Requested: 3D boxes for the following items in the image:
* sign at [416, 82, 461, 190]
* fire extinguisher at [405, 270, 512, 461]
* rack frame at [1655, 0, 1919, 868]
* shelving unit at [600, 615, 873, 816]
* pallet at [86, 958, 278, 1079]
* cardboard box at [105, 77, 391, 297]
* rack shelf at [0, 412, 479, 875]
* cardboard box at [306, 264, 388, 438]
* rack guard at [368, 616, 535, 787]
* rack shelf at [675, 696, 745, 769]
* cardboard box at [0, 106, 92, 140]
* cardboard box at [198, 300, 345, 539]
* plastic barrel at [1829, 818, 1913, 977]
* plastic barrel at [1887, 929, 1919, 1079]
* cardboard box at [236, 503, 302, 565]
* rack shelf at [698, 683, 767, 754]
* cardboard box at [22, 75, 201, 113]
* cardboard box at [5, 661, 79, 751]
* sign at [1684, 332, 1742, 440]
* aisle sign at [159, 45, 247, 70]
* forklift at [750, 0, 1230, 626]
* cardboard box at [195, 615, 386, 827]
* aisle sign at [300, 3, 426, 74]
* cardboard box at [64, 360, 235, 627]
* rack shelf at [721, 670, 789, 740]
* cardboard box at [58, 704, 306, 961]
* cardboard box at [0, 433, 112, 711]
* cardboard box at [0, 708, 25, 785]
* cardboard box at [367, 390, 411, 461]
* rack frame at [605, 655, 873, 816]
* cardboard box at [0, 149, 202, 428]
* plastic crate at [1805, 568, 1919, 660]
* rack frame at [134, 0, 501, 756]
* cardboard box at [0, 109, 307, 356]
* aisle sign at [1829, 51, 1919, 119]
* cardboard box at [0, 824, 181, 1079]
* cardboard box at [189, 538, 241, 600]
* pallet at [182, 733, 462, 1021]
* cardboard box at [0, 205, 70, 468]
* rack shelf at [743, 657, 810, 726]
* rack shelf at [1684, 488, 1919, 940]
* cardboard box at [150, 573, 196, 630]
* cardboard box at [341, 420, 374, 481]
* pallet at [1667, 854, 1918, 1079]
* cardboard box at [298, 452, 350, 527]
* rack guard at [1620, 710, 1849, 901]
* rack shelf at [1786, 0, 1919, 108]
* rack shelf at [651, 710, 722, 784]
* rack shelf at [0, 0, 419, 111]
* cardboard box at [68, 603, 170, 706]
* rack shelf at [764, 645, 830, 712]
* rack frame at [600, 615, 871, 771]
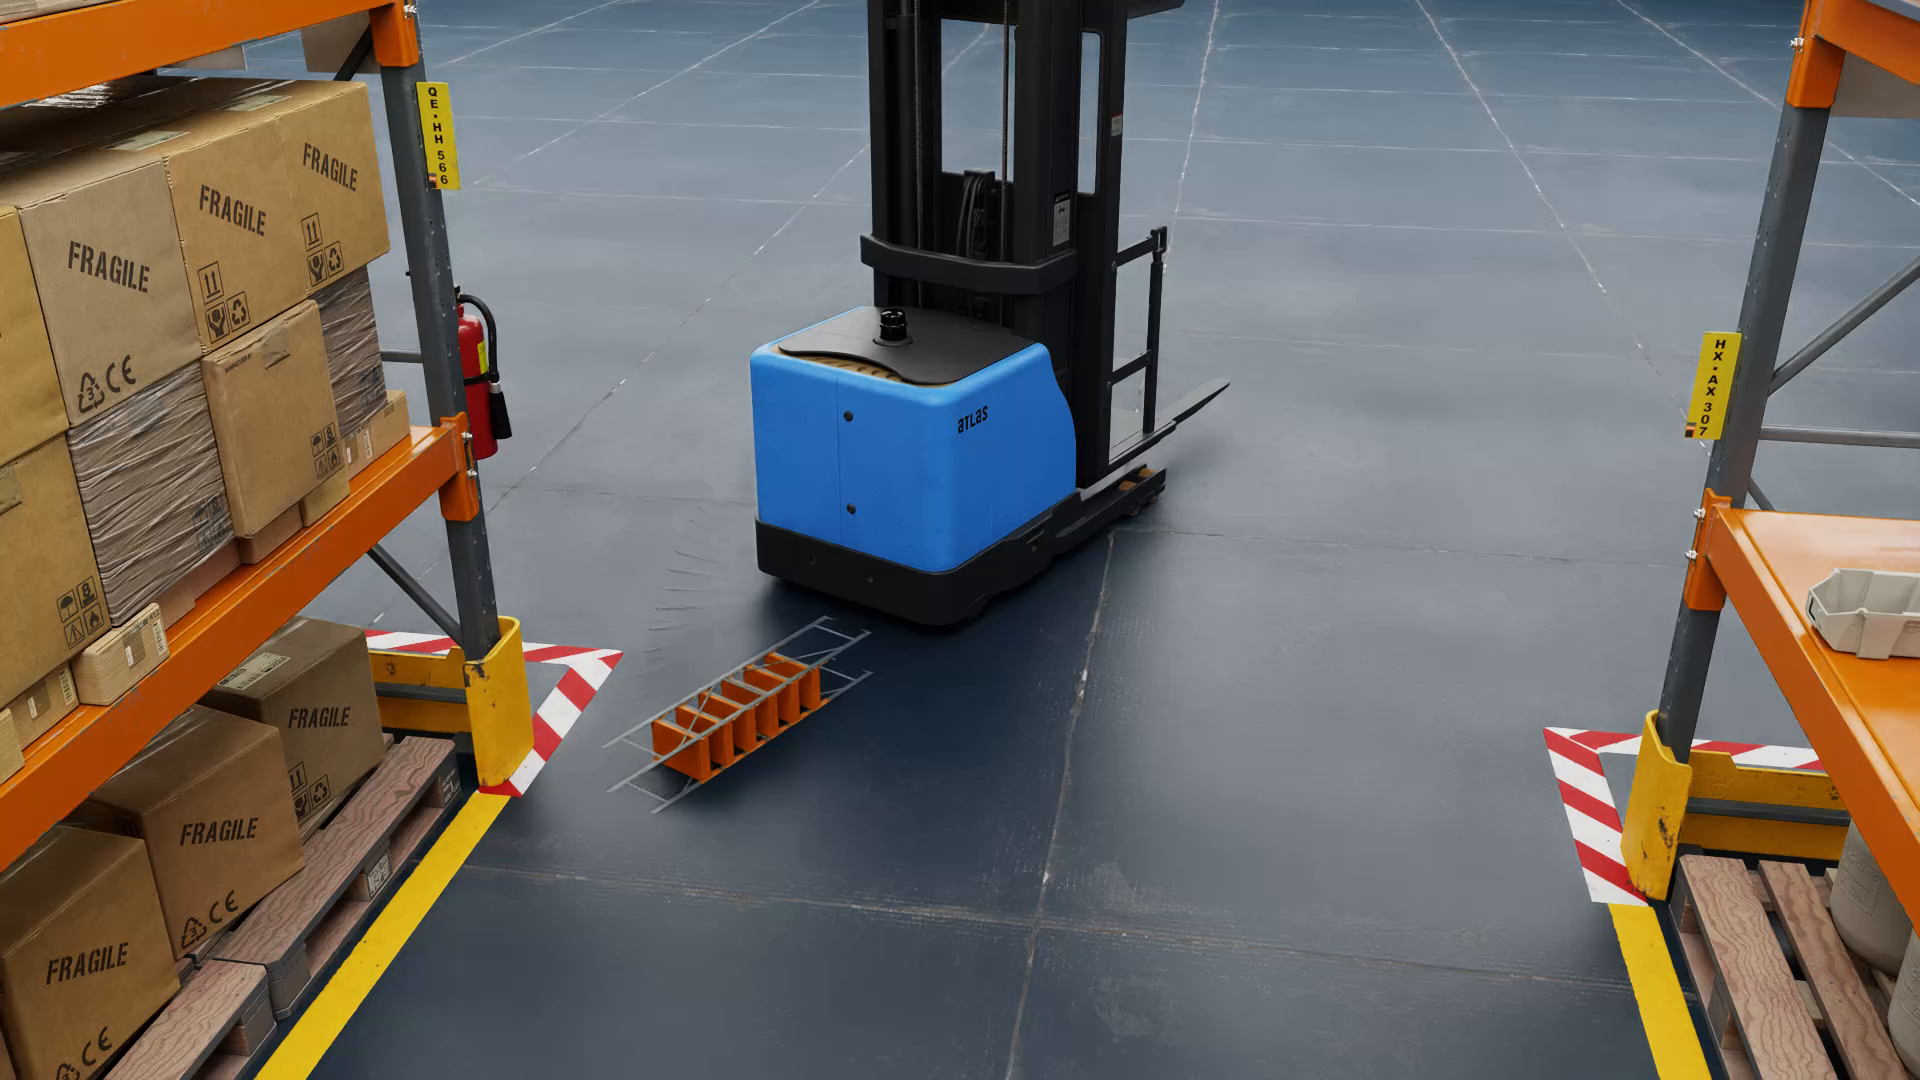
[{"bbox_3d":[-1.609,-1.246,5.135,0.100,0.325,0.005,4,25,9],"label":"sign"},{"bbox_3d":[-1.680,-0.606,5.598,0.296,0.674,0.183,4,25,9],"label":"fire extinguisher"},{"bbox_3d":[2.733,-0.282,4.815,1.000,3.000,0.127,4,25,9],"label":"rack frame"},{"bbox_3d":[-0.797,0.625,6.183,0.258,0.189,1.200,17,30,32],"label":"shelving unit"},{"bbox_3d":[-2.535,1.515,4.264,1.003,0.211,1.213,4,25,9],"label":"pallet"},{"bbox_3d":[-1.999,-1.011,4.724,0.500,0.500,0.500,4,25,9],"label":"cardboard box"},{"bbox_3d":[-2.480,0.537,3.913,1.077,0.370,4.000,4,25,9],"label":"rack shelf"},{"bbox_3d":[-2.270,-0.577,4.976,0.875,0.500,0.500,4,25,9],"label":"cardboard box"},{"bbox_3d":[-2.166,0.538,6.010,1.175,0.500,0.348,4,25,9],"label":"rack guard"},{"bbox_3d":[-0.912,0.693,6.041,0.258,0.180,0.103,17,30,32],"label":"rack shelf"},{"bbox_3d":[-2.601,-0.838,4.355,0.500,0.500,0.500,4,25,9],"label":"cardboard box"},{"bbox_3d":[-2.234,-0.360,4.512,0.875,0.500,0.500,4,25,9],"label":"cardboard box"},{"bbox_3d":[2.701,0.935,4.654,0.421,0.512,0.421,0,25,0],"label":"plastic barrel"},{"bbox_3d":[2.619,1.144,4.206,0.421,0.512,0.421,0,25,0],"label":"plastic barrel"},{"bbox_3d":[-2.084,-0.062,4.641,0.380,0.149,0.250,4,25,9],"label":"cardboard box"},{"bbox_3d":[-0.842,0.651,6.128,0.258,0.180,0.103,17,30,32],"label":"rack shelf"},{"bbox_3d":[-2.512,-1.047,4.801,0.500,0.500,0.500,4,25,9],"label":"cardboard box"},{"bbox_3d":[-2.247,0.356,3.747,0.380,0.149,0.250,4,25,9],"label":"cardboard box"},{"bbox_3d":[2.191,-0.448,4.841,0.100,0.325,0.005,4,25,9],"label":"sign"},{"bbox_3d":[-2.439,-1.850,5.097,0.394,0.787,0.004,4,25,9],"label":"aisle sign"},{"bbox_3d":[0.351,-1.546,7.596,1.130,2.935,3.031,16,30,31],"label":"forklift"},{"bbox_3d":[-2.272,0.577,5.433,0.500,0.500,0.500,9,27,18],"label":"cardboard box"},{"bbox_3d":[-1.847,-1.808,5.008,0.394,0.787,0.004,4,25,9],"label":"aisle sign"},{"bbox_3d":[-2.358,-0.154,4.071,0.875,0.500,0.500,4,25,9],"label":"cardboard box"},{"bbox_3d":[-0.771,0.610,6.216,0.258,0.180,0.103,17,30,32],"label":"rack shelf"},{"bbox_3d":[-2.336,0.829,4.894,0.500,0.500,0.500,11,27,22],"label":"cardboard box"},{"bbox_3d":[-2.451,0.055,3.626,0.875,0.500,0.500,4,25,9],"label":"cardboard box"},{"bbox_3d":[-2.243,0.464,3.517,0.380,0.149,0.250,4,25,9],"label":"cardboard box"},{"bbox_3d":[-1.996,-0.378,5.316,0.380,0.149,0.250,4,25,9],"label":"cardboard box"},{"bbox_3d":[-0.797,0.708,6.222,0.240,0.006,1.200,17,30,32],"label":"rack frame"},{"bbox_3d":[-2.160,-0.593,3.830,0.500,0.500,0.500,4,25,9],"label":"cardboard box"},{"bbox_3d":[2.269,0.189,4.119,0.298,0.136,0.250,4,25,9],"label":"plastic crate"},{"bbox_3d":[-2.153,-0.625,5.548,1.000,3.000,0.127,4,25,9],"label":"rack frame"},{"bbox_3d":[-2.075,-0.802,4.276,0.500,0.500,0.500,4,25,9],"label":"cardboard box"},{"bbox_3d":[2.456,-1.510,4.371,0.394,0.787,0.004,4,25,9],"label":"aisle sign"},{"bbox_3d":[-2.457,1.089,4.338,0.500,0.500,0.500,6,26,13],"label":"cardboard box"},{"bbox_3d":[-2.166,0.040,4.423,0.380,0.149,0.250,4,25,9],"label":"cardboard box"},{"bbox_3d":[-2.333,1.007,5.350,1.003,0.211,1.213,4,25,9],"label":"pallet"},{"bbox_3d":[-2.250,-0.384,3.384,0.500,0.500,0.500,4,25,9],"label":"cardboard box"},{"bbox_3d":[-0.700,0.568,6.303,0.258,0.180,0.103,17,30,32],"label":"rack shelf"},{"bbox_3d":[2.406,0.880,3.180,1.077,0.370,4.000,4,25,9],"label":"rack shelf"},{"bbox_3d":[-2.184,0.146,4.197,0.380,0.149,0.250,4,25,9],"label":"cardboard box"},{"bbox_3d":[-2.038,-0.274,5.093,0.380,0.149,0.250,4,25,9],"label":"cardboard box"},{"bbox_3d":[2.629,1.355,4.606,1.003,0.211,1.213,4,25,9],"label":"pallet"},{"bbox_3d":[-2.028,-0.165,4.862,0.380,0.149,0.250,4,25,9],"label":"cardboard box"},{"bbox_3d":[2.767,0.885,5.270,1.175,0.500,0.348,4,25,9],"label":"rack guard"},{"bbox_3d":[2.406,-0.479,2.544,1.077,0.370,4.000,4,25,9],"label":"rack shelf"},{"bbox_3d":[-0.983,0.735,5.953,0.258,0.180,0.103,17,30,32],"label":"rack shelf"},{"bbox_3d":[-2.480,-0.822,3.277,1.077,0.370,4.000,4,25,9],"label":"rack shelf"},{"bbox_3d":[-2.138,0.256,3.960,0.380,0.149,0.250,4,25,9],"label":"cardboard box"},{"bbox_3d":[-0.630,0.526,6.391,0.258,0.180,0.103,17,30,32],"label":"rack shelf"},{"bbox_3d":[-0.797,0.542,6.144,0.240,0.006,1.200,17,30,32],"label":"rack frame"}]
